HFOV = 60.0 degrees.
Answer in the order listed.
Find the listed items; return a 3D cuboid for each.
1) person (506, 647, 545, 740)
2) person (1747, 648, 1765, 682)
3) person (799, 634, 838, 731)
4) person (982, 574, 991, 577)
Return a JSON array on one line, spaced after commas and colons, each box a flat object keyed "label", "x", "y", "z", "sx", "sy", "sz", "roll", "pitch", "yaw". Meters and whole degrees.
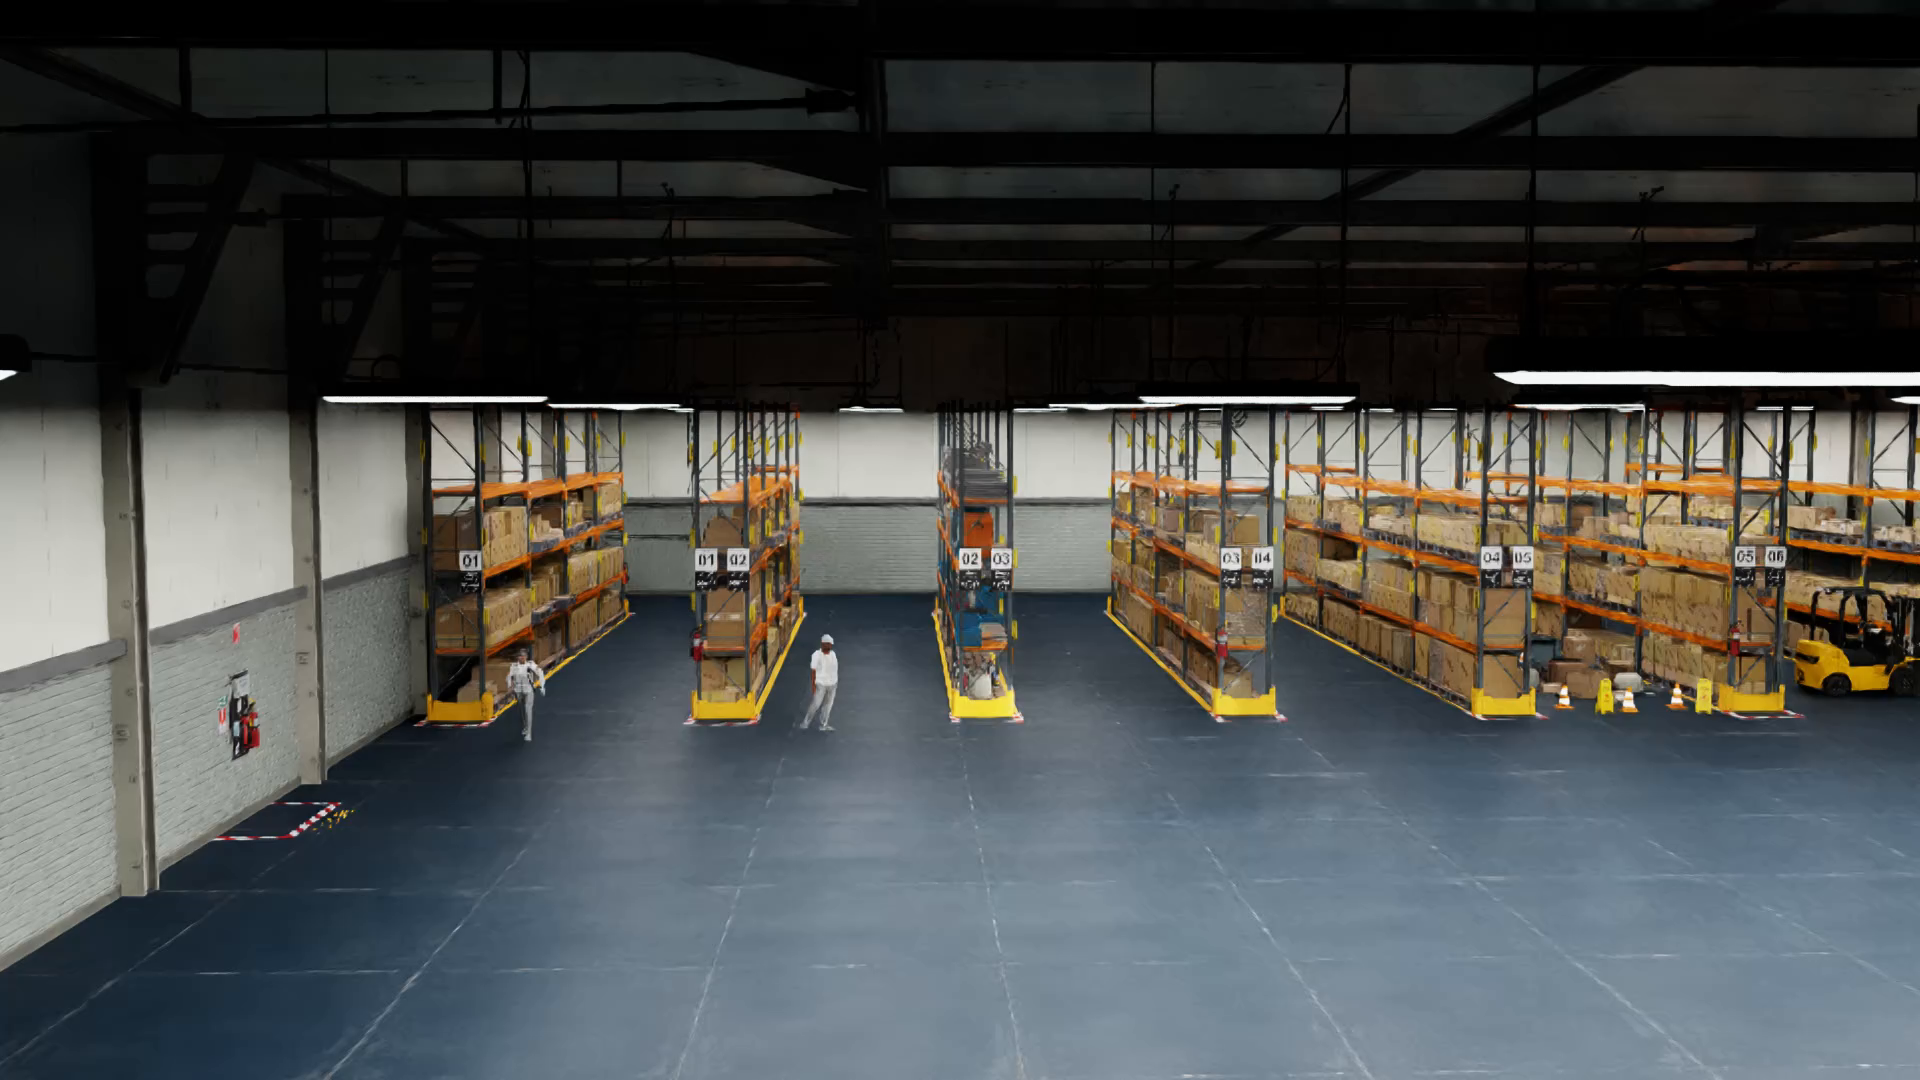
[{"label": "person", "x": -7.703, "y": 2.680, "z": 29.421, "sx": 0.636, "sy": 1.621, "sz": 0.814, "roll": 0, "pitch": 4, "yaw": 3}, {"label": "person", "x": 16.955, "y": 2.192, "z": 35.568, "sx": 0.524, "sy": 1.659, "sz": 0.569, "roll": 2, "pitch": 5, "yaw": 24}, {"label": "person", "x": -2.525, "y": 2.574, "z": 29.899, "sx": 0.733, "sy": 1.751, "sz": 0.529, "roll": -4, "pitch": 6, "yaw": -43}, {"label": "person", "x": 0.777, "y": 1.448, "z": 46.081, "sx": 0.552, "sy": 1.523, "sz": 0.788, "roll": -2, "pitch": 5, "yaw": -20}]
